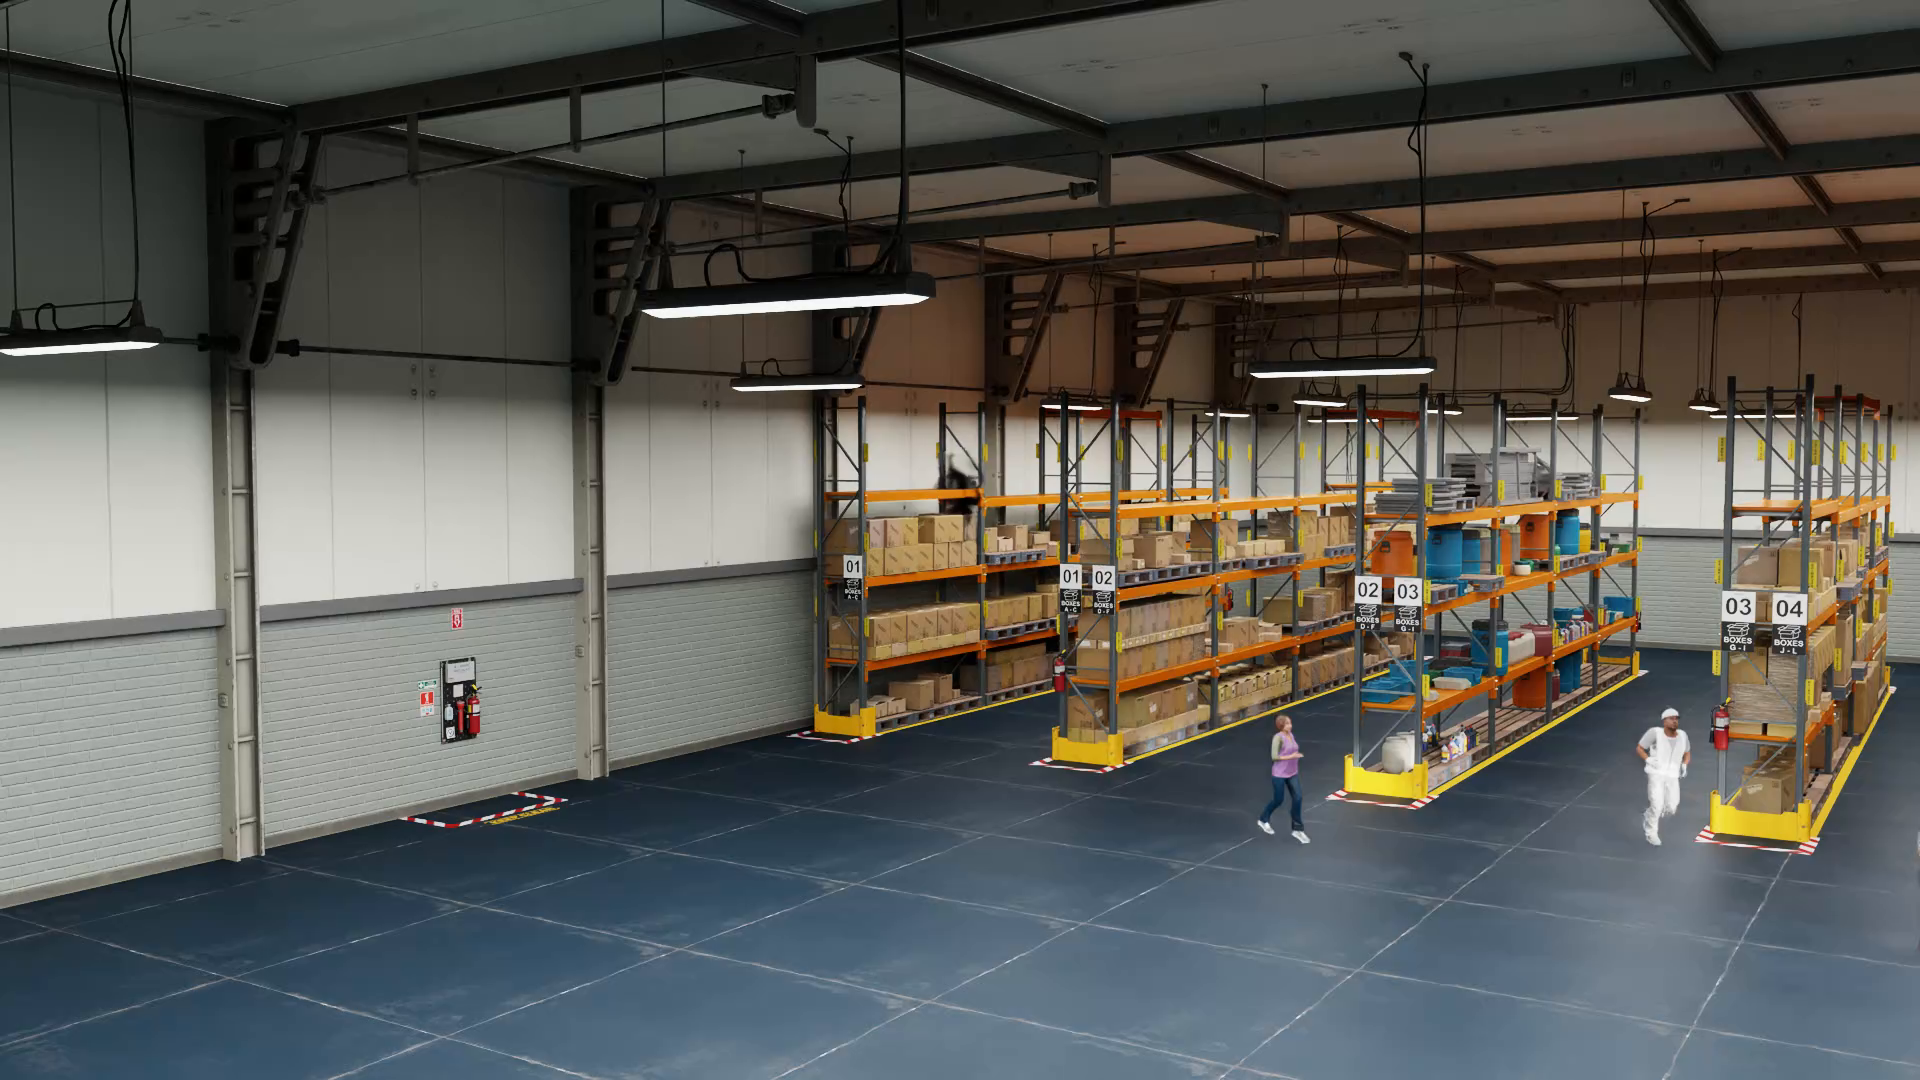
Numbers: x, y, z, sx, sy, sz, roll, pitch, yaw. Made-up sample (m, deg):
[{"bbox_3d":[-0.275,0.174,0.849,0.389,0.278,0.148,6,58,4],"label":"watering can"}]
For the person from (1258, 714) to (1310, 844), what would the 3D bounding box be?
[{"bbox_3d":[4.170,3.054,21.432,0.522,1.622,0.770,-2,4,-38],"label":"person"}]

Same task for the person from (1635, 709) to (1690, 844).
[{"bbox_3d":[9.070,3.023,21.416,0.713,1.724,0.651,0,3,1],"label":"person"}]

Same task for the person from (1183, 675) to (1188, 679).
[{"bbox_3d":[4.555,2.362,34.847,0.635,1.602,0.563,2,4,33],"label":"person"}]
